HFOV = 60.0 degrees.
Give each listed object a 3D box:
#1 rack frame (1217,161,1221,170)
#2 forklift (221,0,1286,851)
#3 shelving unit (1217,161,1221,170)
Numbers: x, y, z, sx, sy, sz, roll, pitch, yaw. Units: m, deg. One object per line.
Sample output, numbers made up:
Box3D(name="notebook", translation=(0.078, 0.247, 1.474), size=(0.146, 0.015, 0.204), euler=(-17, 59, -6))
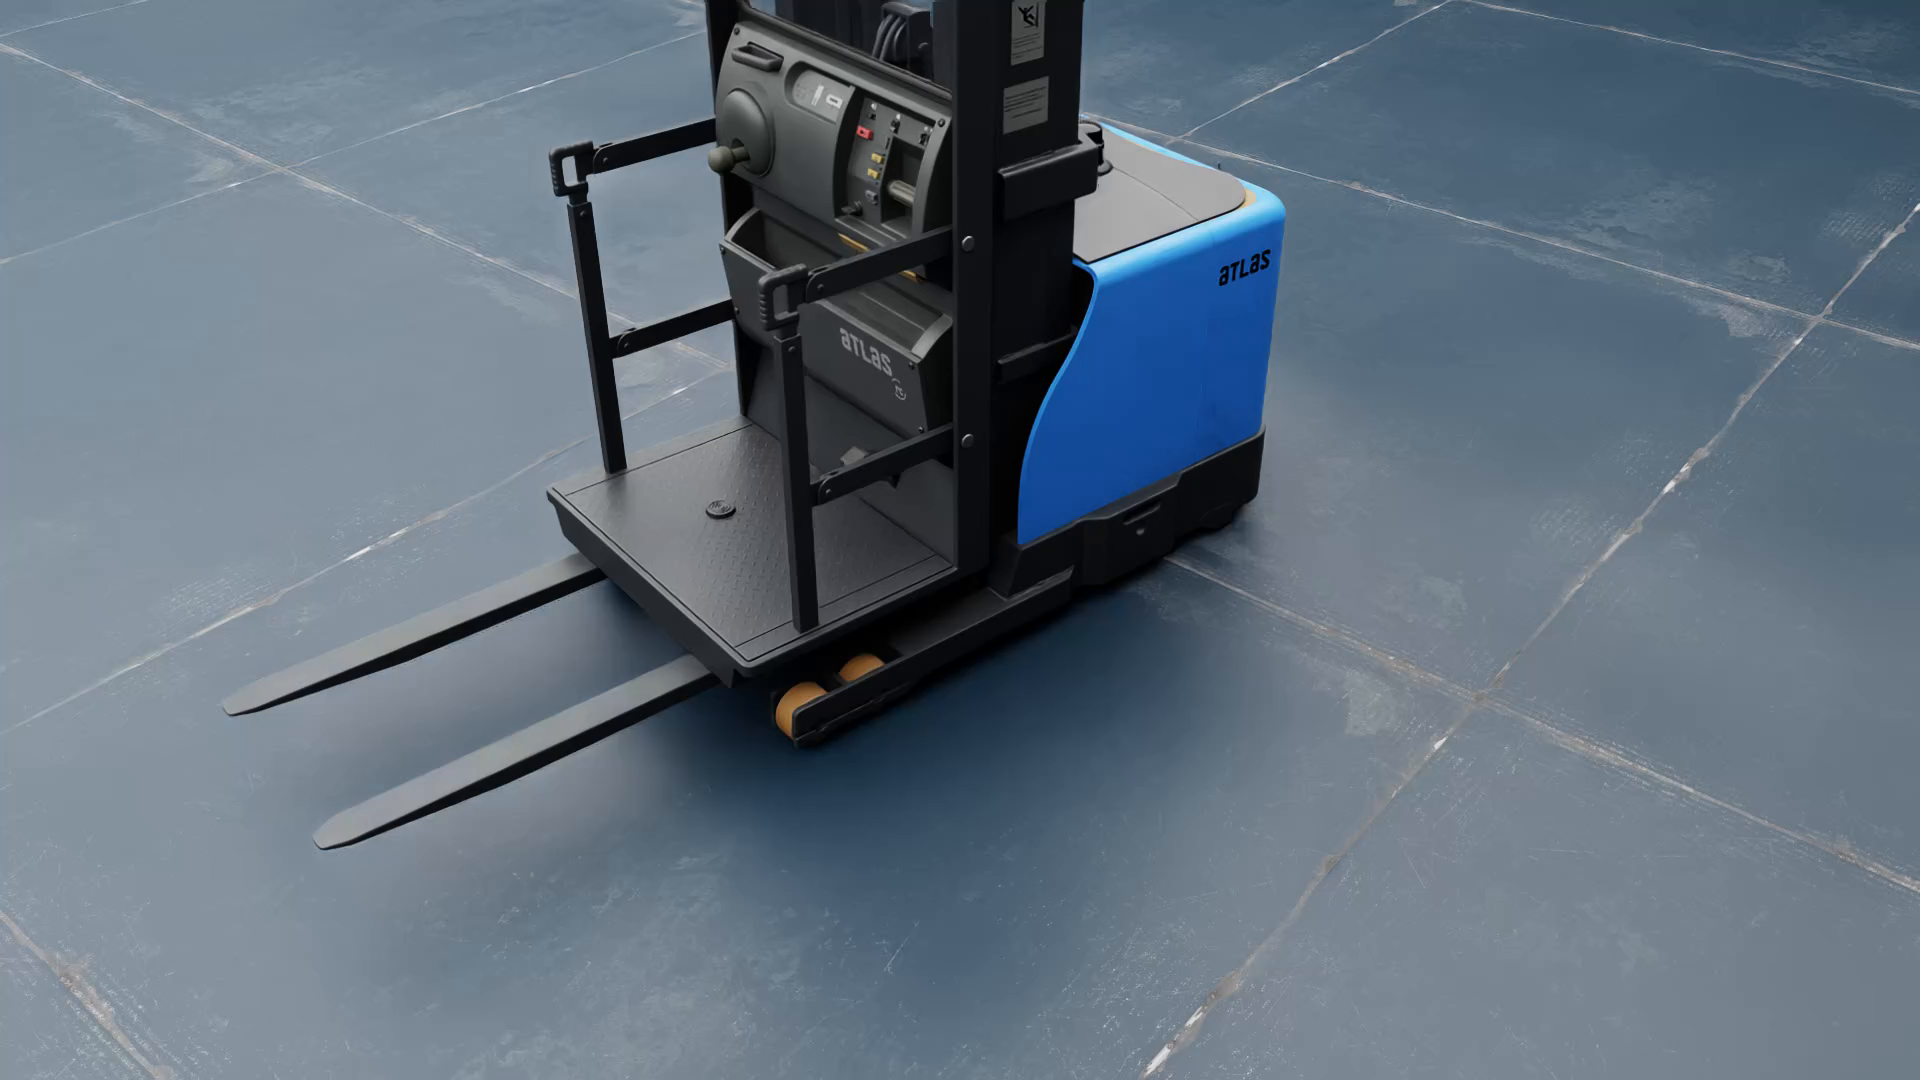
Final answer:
Box3D(name="rack frame", translation=(0.822, -0.811, 5.636), size=(0.006, 0.900, 0.240), euler=(10, 36, 14))
Box3D(name="forklift", translation=(-0.503, -0.999, 4.115), size=(3.031, 2.935, 1.130), euler=(-25, 41, -31))
Box3D(name="shelving unit", translation=(0.724, -0.827, 5.659), size=(0.210, 0.900, 0.258), euler=(10, 36, 14))
